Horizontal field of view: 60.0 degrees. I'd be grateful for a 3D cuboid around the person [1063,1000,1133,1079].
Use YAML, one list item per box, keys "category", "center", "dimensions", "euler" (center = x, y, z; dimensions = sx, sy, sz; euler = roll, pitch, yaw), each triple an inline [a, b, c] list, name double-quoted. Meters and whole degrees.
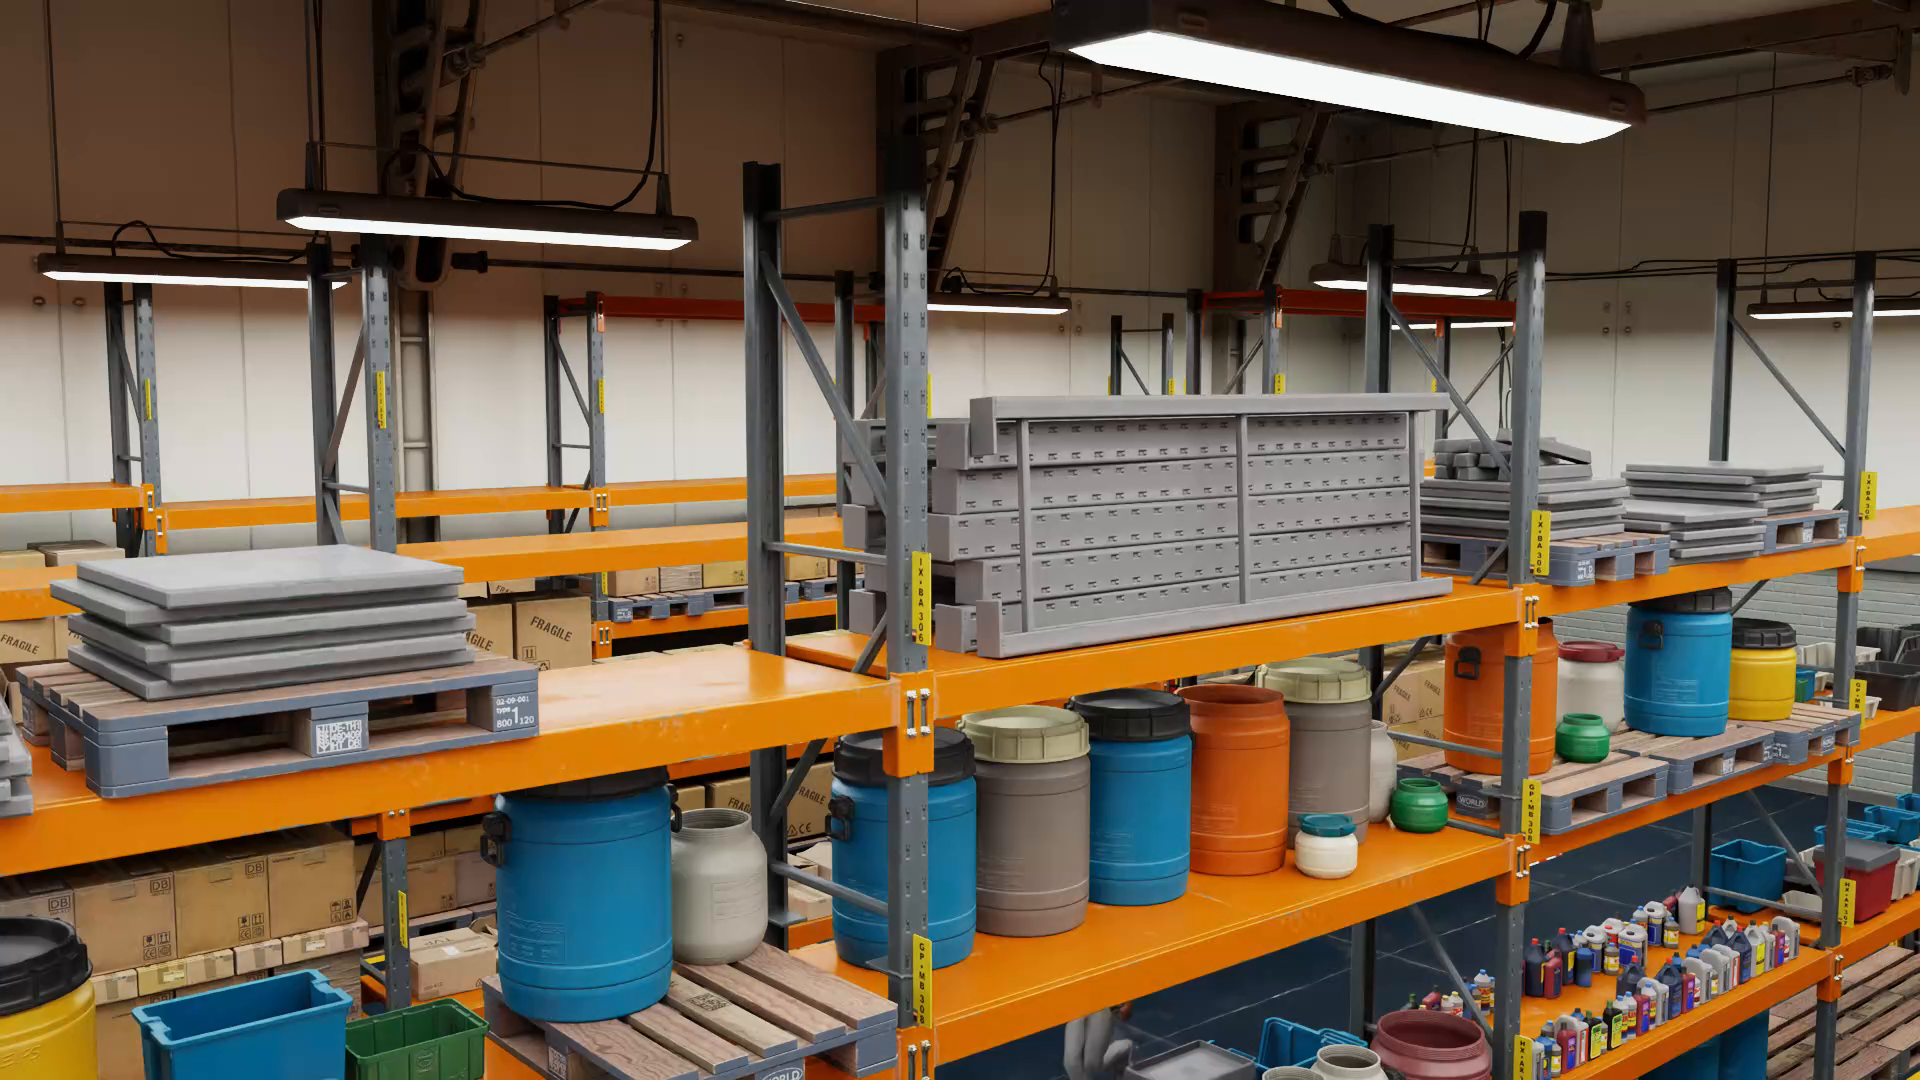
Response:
- category: "person"
  center: [0.949, 3.264, 11.605]
  dimensions: [0.606, 1.643, 0.675]
  euler: [5, 7, 42]
